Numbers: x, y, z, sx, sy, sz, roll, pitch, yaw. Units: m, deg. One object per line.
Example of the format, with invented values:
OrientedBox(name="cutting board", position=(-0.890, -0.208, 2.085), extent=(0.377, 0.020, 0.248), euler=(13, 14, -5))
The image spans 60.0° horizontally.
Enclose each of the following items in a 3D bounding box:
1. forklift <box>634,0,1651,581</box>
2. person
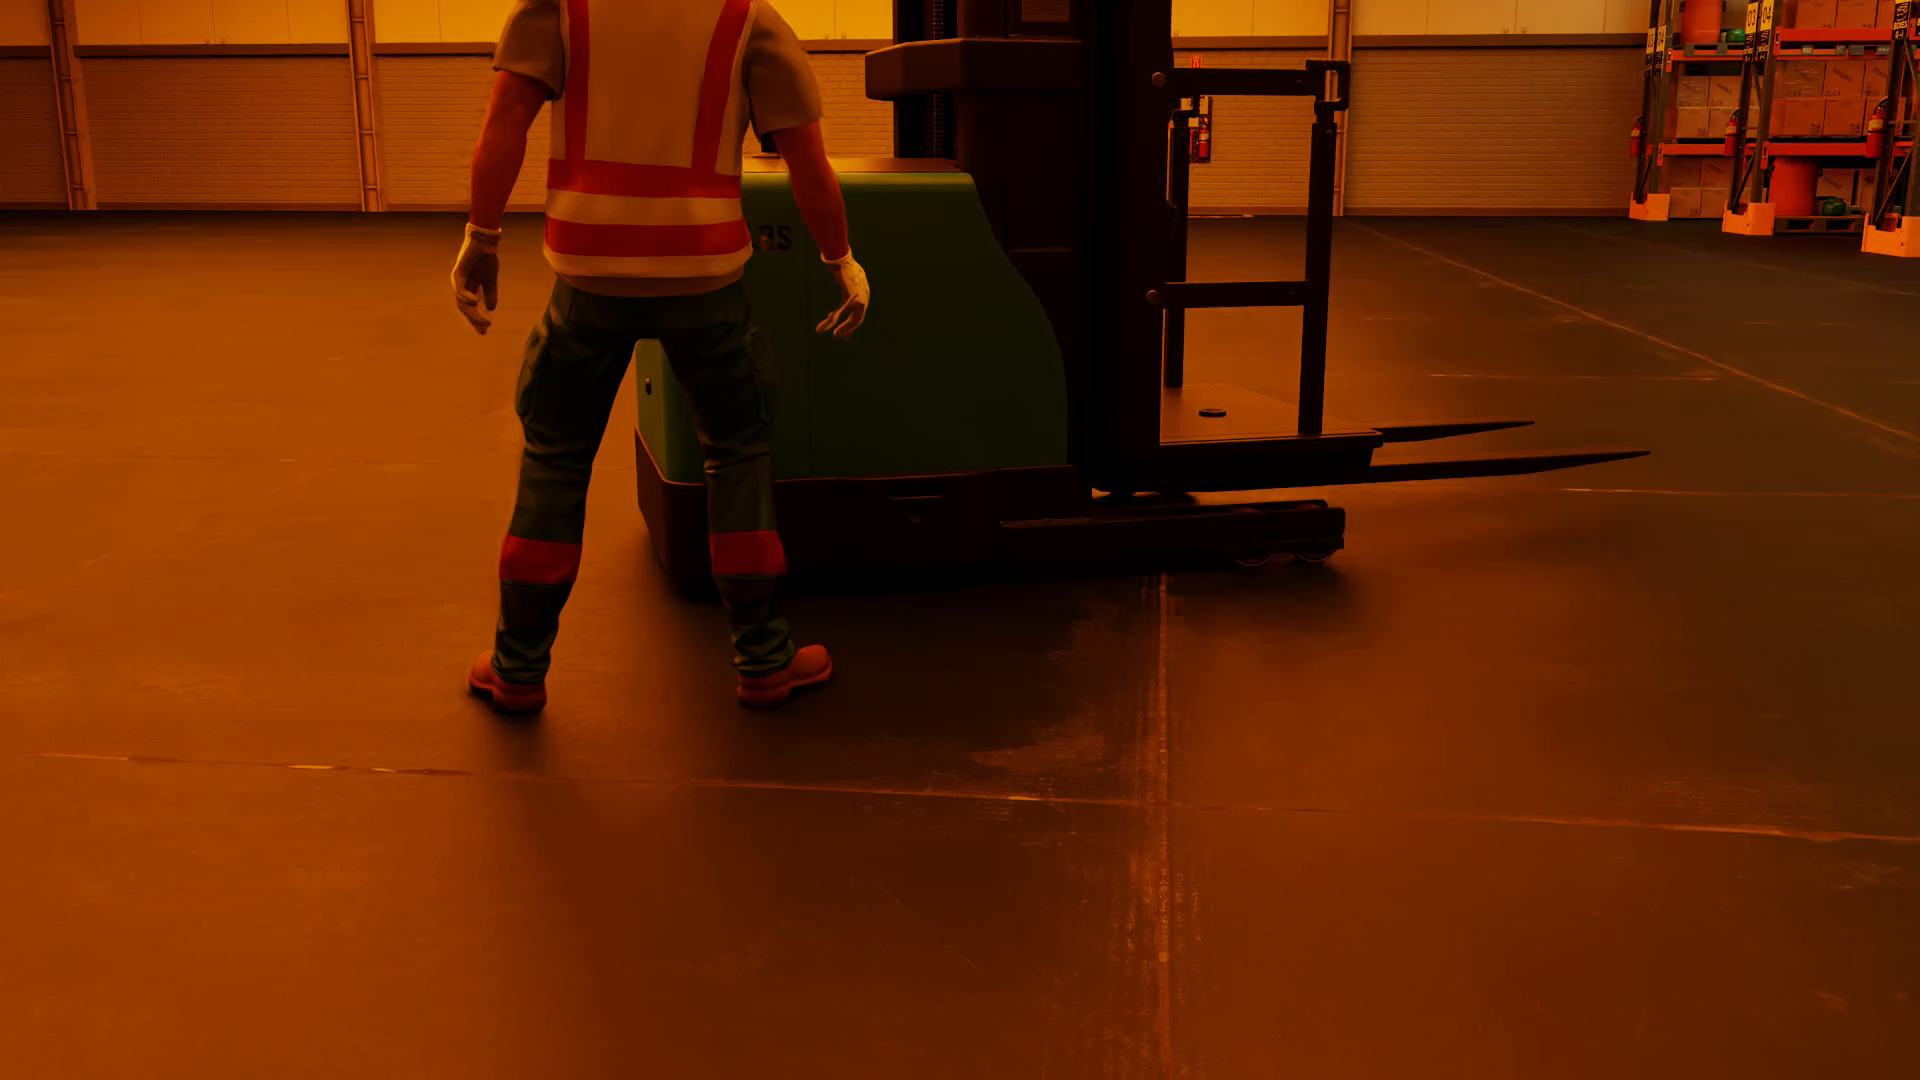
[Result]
OrientedBox(name="forklift", position=(0.587, -1.464, 4.770), extent=(3.031, 2.935, 1.130), euler=(-4, 14, -15))
OrientedBox(name="person", position=(-0.619, -0.536, 3.393), extent=(0.877, 1.752, 0.429), euler=(-1, 13, -6))
